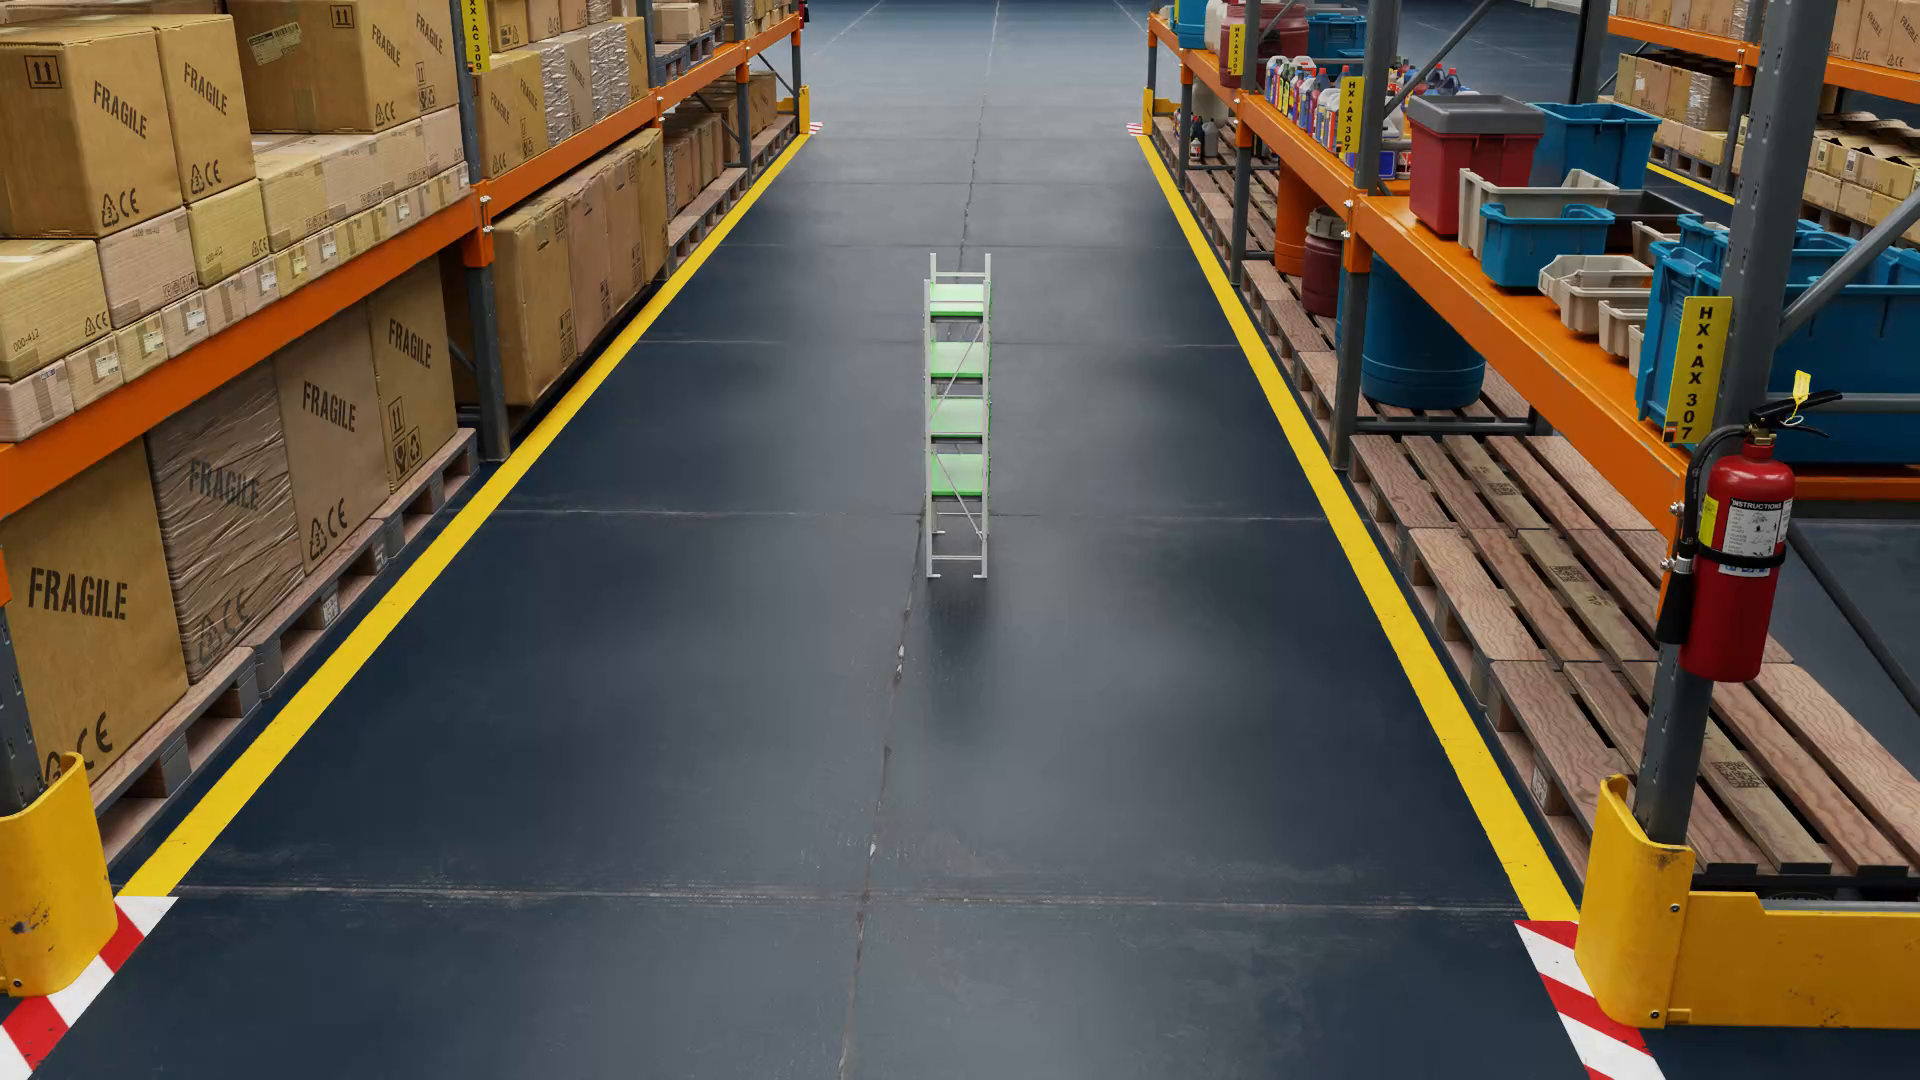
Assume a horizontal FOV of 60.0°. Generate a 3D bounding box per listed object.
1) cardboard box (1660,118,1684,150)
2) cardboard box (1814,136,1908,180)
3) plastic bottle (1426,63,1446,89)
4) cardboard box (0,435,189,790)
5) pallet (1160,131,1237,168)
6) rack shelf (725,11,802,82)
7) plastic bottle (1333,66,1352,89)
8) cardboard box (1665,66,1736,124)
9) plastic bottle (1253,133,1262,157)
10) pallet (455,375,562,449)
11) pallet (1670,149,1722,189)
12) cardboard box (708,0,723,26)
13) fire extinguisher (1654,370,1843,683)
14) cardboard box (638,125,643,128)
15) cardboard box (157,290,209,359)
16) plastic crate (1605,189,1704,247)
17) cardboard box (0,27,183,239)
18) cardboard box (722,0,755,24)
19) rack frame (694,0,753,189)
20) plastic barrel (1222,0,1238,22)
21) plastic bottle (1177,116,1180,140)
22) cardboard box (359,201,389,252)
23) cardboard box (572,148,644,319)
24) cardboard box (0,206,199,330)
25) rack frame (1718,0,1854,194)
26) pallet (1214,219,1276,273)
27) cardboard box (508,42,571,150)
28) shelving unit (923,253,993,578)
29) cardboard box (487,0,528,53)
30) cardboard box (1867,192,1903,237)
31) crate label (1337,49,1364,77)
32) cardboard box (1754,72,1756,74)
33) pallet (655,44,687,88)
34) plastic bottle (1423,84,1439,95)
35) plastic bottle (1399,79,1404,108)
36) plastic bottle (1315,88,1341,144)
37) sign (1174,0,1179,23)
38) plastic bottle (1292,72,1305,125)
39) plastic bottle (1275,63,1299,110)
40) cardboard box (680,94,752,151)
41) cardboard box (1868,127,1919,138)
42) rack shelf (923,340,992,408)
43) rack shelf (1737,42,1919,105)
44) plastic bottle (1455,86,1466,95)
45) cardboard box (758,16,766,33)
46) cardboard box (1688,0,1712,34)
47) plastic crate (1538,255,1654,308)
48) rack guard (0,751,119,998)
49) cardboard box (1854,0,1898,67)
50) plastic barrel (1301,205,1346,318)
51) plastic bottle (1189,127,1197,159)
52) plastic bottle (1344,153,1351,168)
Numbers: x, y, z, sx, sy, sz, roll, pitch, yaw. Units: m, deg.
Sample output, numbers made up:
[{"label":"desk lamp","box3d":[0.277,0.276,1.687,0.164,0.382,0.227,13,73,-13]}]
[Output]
[{"label":"cardboard box","box3d":[7.283,-4.018,16.458,0.500,0.250,0.500,1,21,2]},{"label":"cardboard box","box3d":[7.154,-3.045,13.175,0.500,0.311,0.500,1,21,3]},{"label":"plastic bottle","box3d":[2.722,-2.537,9.490,0.144,0.351,0.185,1,21,2]},{"label":"cardboard box","box3d":[-2.866,0.219,4.675,0.875,0.875,0.875,1,21,2]},{"label":"pallet","box3d":[2.607,-4.013,17.079,1.003,0.211,1.213,1,21,2]},{"label":"rack shelf","box3d":[-2.379,-5.070,16.944,1.077,0.370,4.000,1,21,2]},{"label":"plastic bottle","box3d":[2.158,-2.494,9.377,0.144,0.351,0.185,1,21,2]},{"label":"cardboard box","box3d":[7.295,-4.367,16.322,0.500,0.500,0.500,1,21,2]},{"label":"plastic bottle","box3d":[2.834,-3.795,15.811,0.061,0.283,0.133,1,21,2]},{"label":"pallet","box3d":[-2.735,-0.770,8.721,1.003,0.211,1.213,1,21,2]},{"label":"pallet","box3d":[7.528,-3.559,15.910,1.003,0.211,1.213,1,21,2]},{"label":"cardboard box","box3d":[-2.604,-4.872,14.029,1.000,1.000,1.000,1,21,2]},{"label":"fire extinguisher","box3d":[1.687,-0.030,3.581,0.296,0.674,0.183,1,21,2]},{"label":"cardboard box","box3d":[-2.571,-2.868,12.085,0.500,0.250,0.500,1,21,4]},{"label":"cardboard box","box3d":[-2.444,-0.631,4.856,0.380,0.149,0.250,0,21,1]},{"label":"plastic crate","box3d":[2.502,-1.228,6.343,0.437,0.125,0.590,1,21,2]},{"label":"cardboard box","box3d":[-2.505,-1.113,4.511,0.500,0.500,0.500,0,21,0]},{"label":"cardboard box","box3d":[-2.365,-5.030,15.296,0.875,0.500,0.500,1,21,2]},{"label":"rack frame","box3d":[-2.440,-4.682,14.950,1.000,3.000,0.127,1,21,2]},{"label":"plastic barrel","box3d":[2.227,-3.926,12.813,0.433,0.535,0.433,0,21,0]},{"label":"plastic bottle","box3d":[2.252,-4.195,16.858,0.097,0.271,0.097,0,21,0]},{"label":"cardboard box","box3d":[-2.396,-1.187,6.288,0.380,0.149,0.250,1,21,3]},{"label":"cardboard box","box3d":[-2.638,-1.870,10.058,1.225,0.875,0.875,1,21,2]},{"label":"cardboard box","box3d":[-2.511,-0.771,4.666,0.500,0.250,0.500,0,21,1]},{"label":"rack frame","box3d":[7.461,-4.572,14.666,1.000,3.000,0.127,1,21,2]},{"label":"pallet","box3d":[2.451,-2.161,12.308,1.003,0.211,1.213,1,21,2]},{"label":"cardboard box","box3d":[-2.390,-2.363,8.834,0.500,0.500,0.500,0,21,0]},{"label":"shelving unit","box3d":[-0.005,-0.500,6.658,0.258,1.200,0.503,1,21,2]},{"label":"cardboard box","box3d":[-2.640,-2.783,8.530,0.797,0.503,0.637,1,21,2]},{"label":"cardboard box","box3d":[7.124,-2.419,12.337,0.500,0.250,0.500,0,21,1]},{"label":"crate label","box3d":[2.776,-3.252,11.495,0.303,0.233,0.416,1,21,2]},{"label":"cardboard box","box3d":[7.796,-4.181,15.841,0.500,0.500,0.500,1,21,2]},{"label":"pallet","box3d":[-2.647,-3.406,11.925,1.213,0.211,1.003,1,21,2]},{"label":"plastic bottle","box3d":[2.590,-2.371,9.170,0.097,0.271,0.097,0,21,0]},{"label":"plastic bottle","box3d":[2.771,-2.778,10.316,0.097,0.201,0.097,0,21,0]},{"label":"plastic bottle","box3d":[1.994,-2.271,8.906,0.152,0.276,0.135,1,21,2]},{"label":"sign","box3d":[1.961,-4.767,14.786,0.100,0.325,0.005,1,21,2]},{"label":"plastic bottle","box3d":[1.972,-2.557,9.634,0.061,0.283,0.133,1,21,2]},{"label":"plastic bottle","box3d":[2.039,-2.804,10.280,0.152,0.276,0.135,1,21,2]},{"label":"cardboard box","box3d":[-2.378,-4.064,16.232,0.500,0.500,0.500,8,22,19]},{"label":"cardboard box","box3d":[7.709,-3.229,13.650,0.500,0.311,0.500,1,21,1]},{"label":"rack shelf","box3d":[-0.005,-0.664,6.594,0.258,0.148,0.480,1,21,2]},{"label":"rack shelf","box3d":[7.401,-3.514,12.932,1.077,0.370,4.000,1,21,2]},{"label":"plastic bottle","box3d":[2.731,-2.334,9.076,0.097,0.271,0.097,0,21,0]},{"label":"cardboard box","box3d":[-2.086,-5.001,16.119,0.380,0.149,0.250,1,21,2]},{"label":"cardboard box","box3d":[7.497,-5.151,16.020,0.700,0.500,0.500,1,21,2]},{"label":"plastic crate","box3d":[1.987,-0.804,5.236,0.298,0.136,0.250,1,21,2]},{"label":"rack guard","box3d":[-2.806,0.830,4.198,1.175,0.500,0.348,1,21,2]},{"label":"cardboard box","box3d":[7.391,-3.970,12.975,0.500,0.500,0.500,1,21,2]},{"label":"plastic barrel","box3d":[2.357,-1.668,9.934,0.600,0.588,0.708,1,21,2]},{"label":"plastic bottle","box3d":[2.195,-3.744,15.679,0.061,0.283,0.133,2,21,4]},{"label":"plastic bottle","box3d":[1.967,-1.956,8.094,0.152,0.276,0.135,1,21,2]}]
